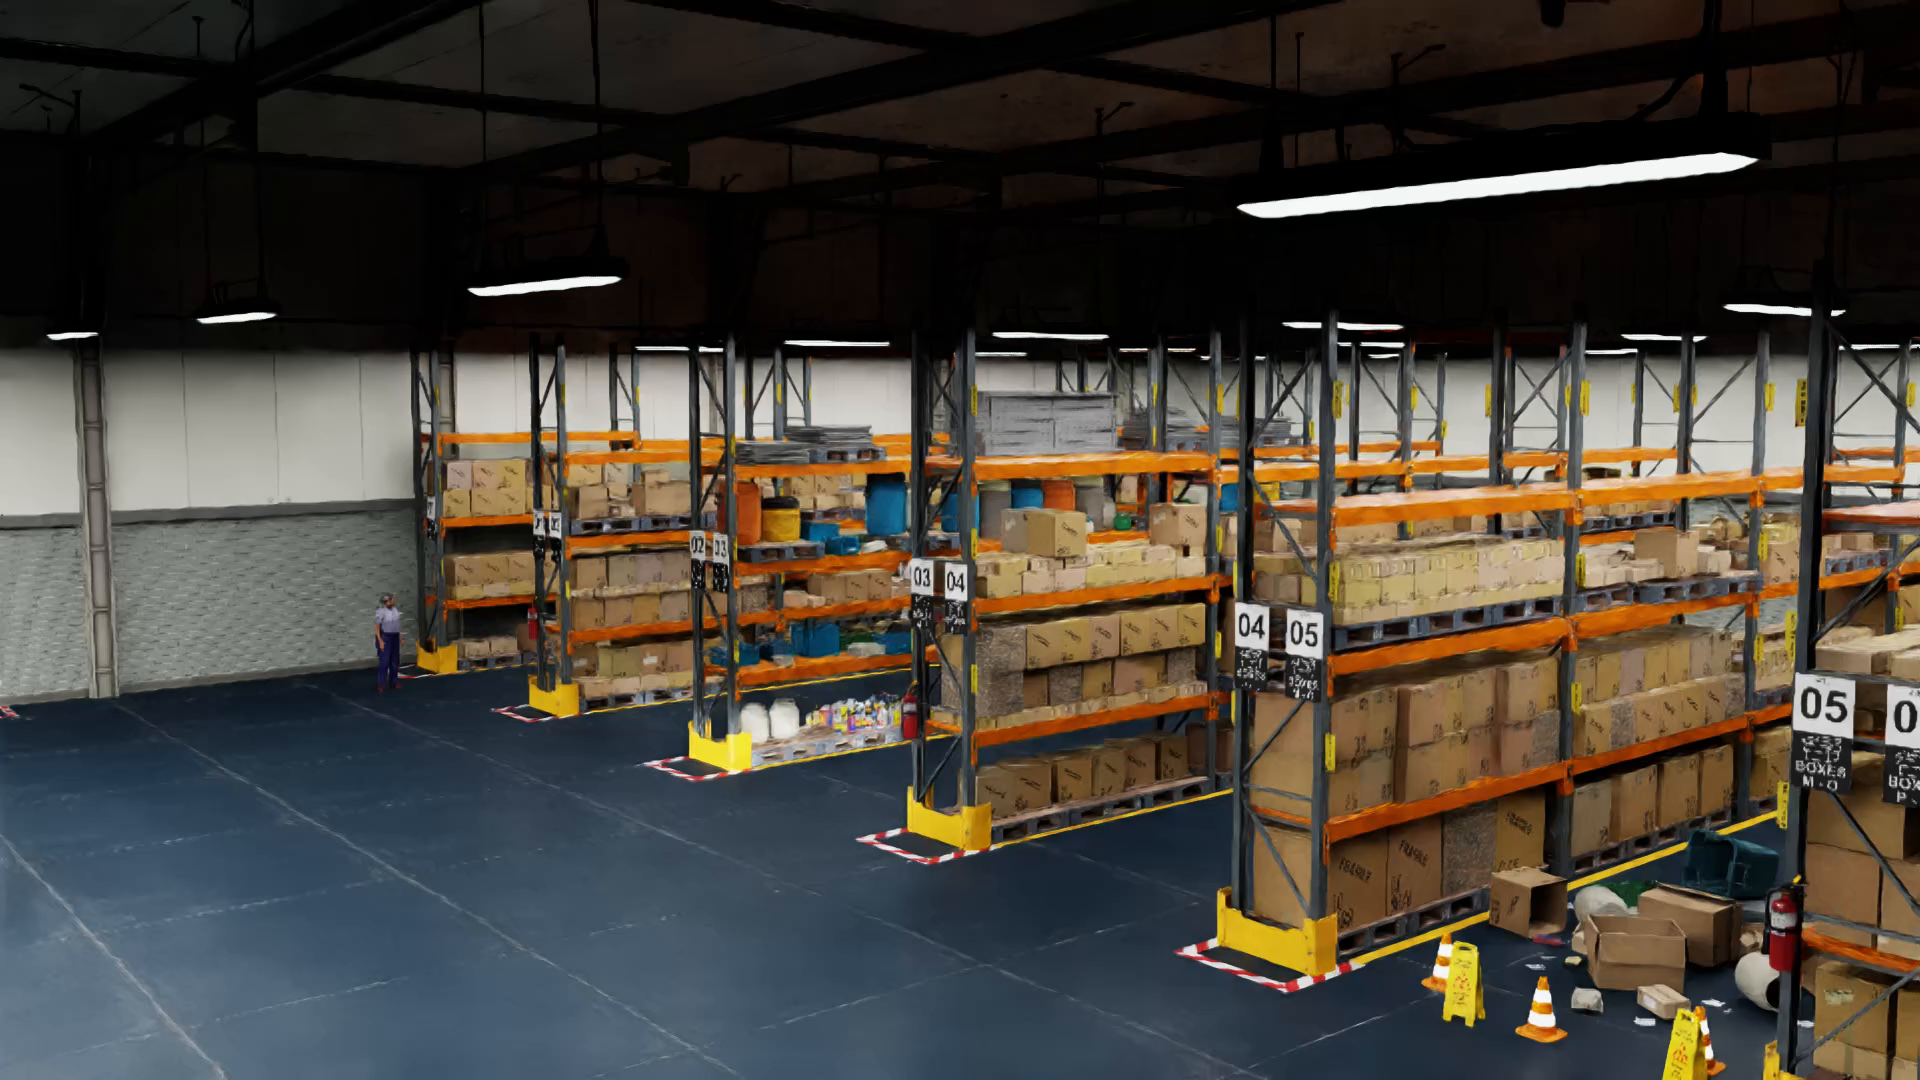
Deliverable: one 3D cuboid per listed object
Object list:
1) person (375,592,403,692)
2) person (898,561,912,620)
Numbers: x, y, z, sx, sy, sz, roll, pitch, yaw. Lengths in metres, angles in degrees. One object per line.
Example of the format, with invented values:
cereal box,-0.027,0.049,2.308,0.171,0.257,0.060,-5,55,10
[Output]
person,-9.755,1.748,28.386,0.384,1.717,0.559,2,6,22
person,-1.126,1.043,35.176,1.125,1.708,0.557,-5,7,-41
